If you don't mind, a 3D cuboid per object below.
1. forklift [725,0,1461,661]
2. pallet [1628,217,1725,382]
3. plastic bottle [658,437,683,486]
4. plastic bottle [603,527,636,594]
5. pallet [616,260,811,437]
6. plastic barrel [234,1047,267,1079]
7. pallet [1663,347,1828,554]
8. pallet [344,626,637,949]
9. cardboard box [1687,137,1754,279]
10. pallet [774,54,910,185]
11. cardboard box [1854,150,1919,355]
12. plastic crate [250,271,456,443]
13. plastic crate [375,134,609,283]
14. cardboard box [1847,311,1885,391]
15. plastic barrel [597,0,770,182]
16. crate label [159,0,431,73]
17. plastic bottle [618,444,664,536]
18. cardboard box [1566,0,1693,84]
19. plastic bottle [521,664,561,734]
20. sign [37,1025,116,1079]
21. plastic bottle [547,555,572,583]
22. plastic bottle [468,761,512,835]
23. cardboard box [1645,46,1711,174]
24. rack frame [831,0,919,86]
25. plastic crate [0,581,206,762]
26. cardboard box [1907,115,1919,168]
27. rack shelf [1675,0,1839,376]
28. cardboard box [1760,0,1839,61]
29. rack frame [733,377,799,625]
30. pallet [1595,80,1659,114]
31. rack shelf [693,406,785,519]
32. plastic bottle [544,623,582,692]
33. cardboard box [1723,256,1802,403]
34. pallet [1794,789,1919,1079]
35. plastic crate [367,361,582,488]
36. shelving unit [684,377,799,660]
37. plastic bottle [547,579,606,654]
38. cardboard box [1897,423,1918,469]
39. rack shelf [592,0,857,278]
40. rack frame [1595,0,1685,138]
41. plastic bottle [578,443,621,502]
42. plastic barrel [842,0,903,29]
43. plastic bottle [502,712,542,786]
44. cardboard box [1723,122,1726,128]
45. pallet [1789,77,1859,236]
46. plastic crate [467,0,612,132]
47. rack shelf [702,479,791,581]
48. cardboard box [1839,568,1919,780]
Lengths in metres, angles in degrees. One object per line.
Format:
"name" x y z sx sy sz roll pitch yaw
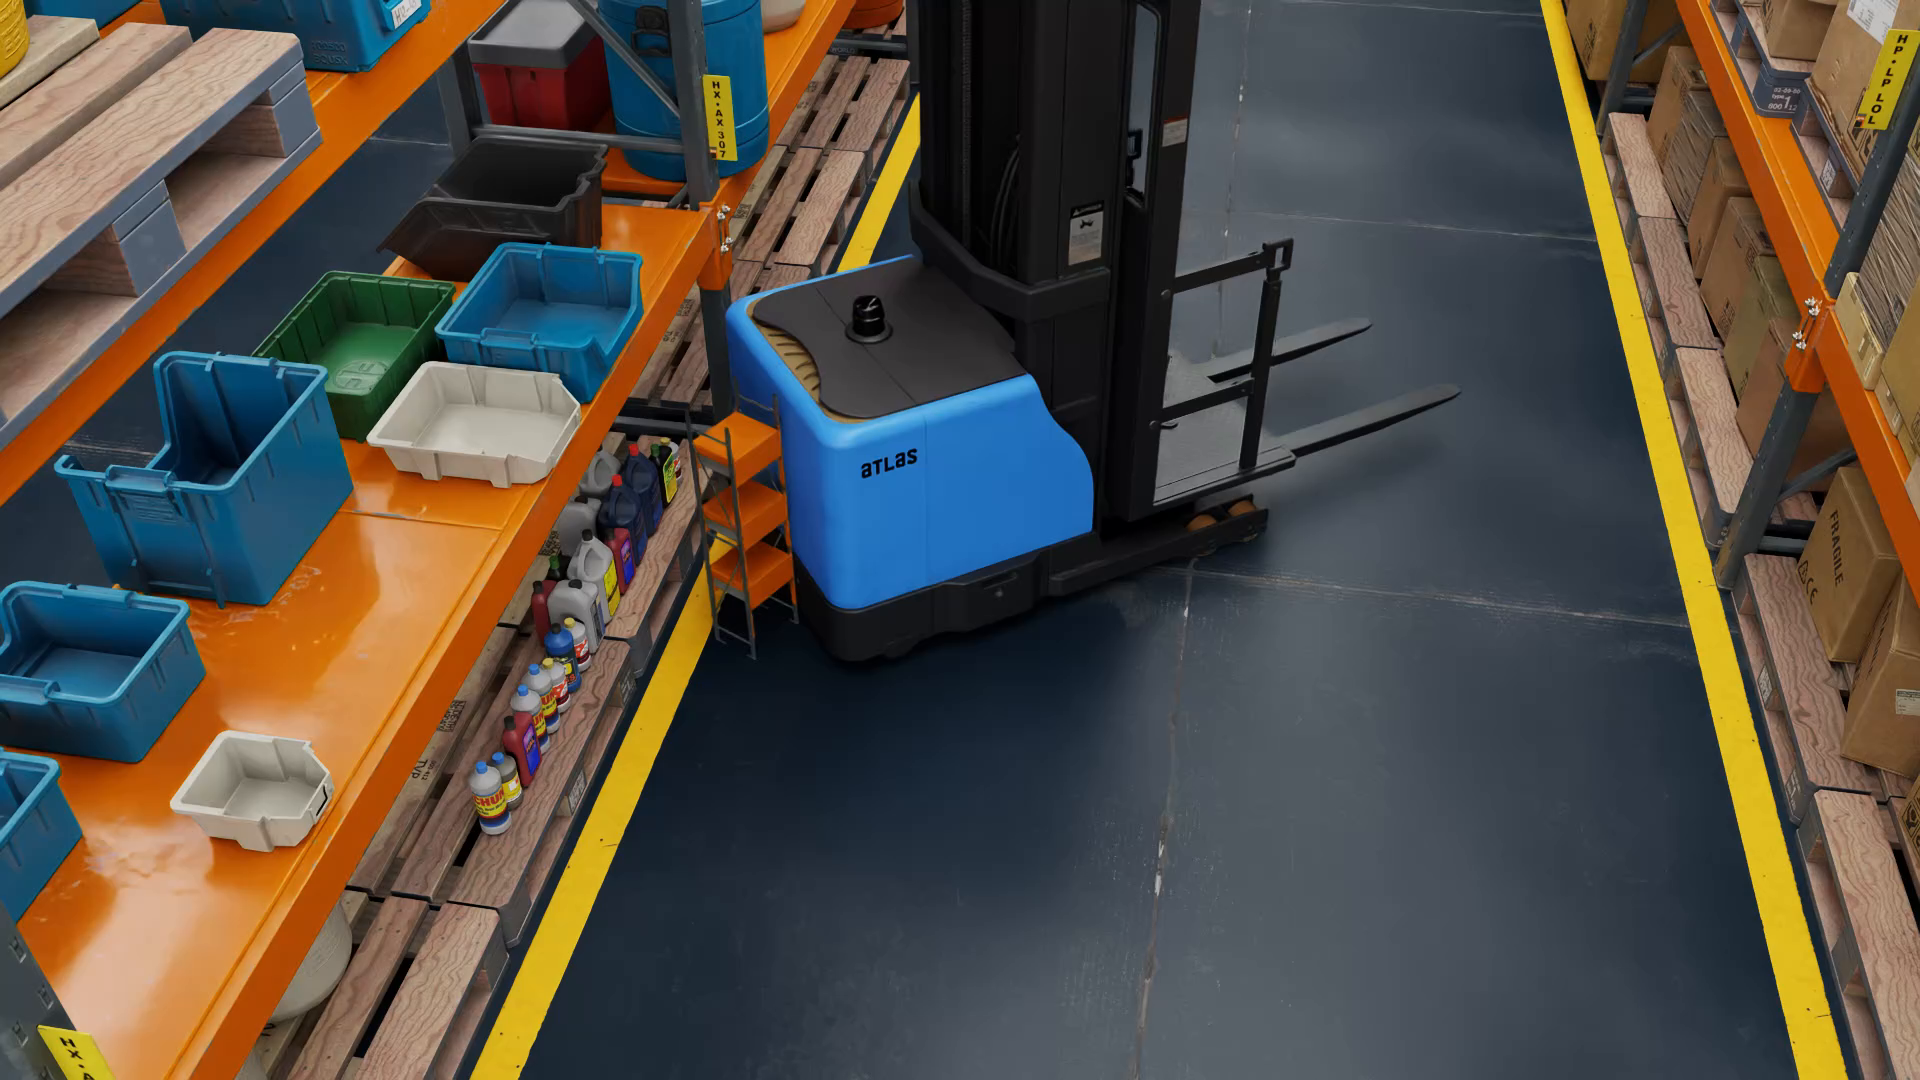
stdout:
"forklift" 0.668 -1.346 6.077 3.031 2.935 1.130 -18 43 -21
"pallet" 3.811 -1.125 7.945 1.003 0.211 1.213 6 40 8
"plastic bottle" -1.165 -0.318 6.631 0.097 0.201 0.097 0 40 0
"plastic bottle" -1.257 0.052 6.120 0.061 0.283 0.133 9 40 11
"pallet" -1.311 -0.911 7.687 1.003 0.211 1.213 6 40 8
"plastic barrel" -2.063 1.397 4.329 0.421 0.512 0.421 0 40 0
"pallet" 3.602 -0.357 7.016 1.003 0.211 1.213 6 40 8
"pallet" -1.775 0.770 5.652 1.003 0.211 1.213 6 40 8
"cardboard box" 3.890 -1.531 7.864 0.700 0.500 0.500 10 41 11
"pallet" -0.889 -2.443 9.539 1.003 0.211 1.213 6 40 8
"cardboard box" 3.330 -0.820 5.076 0.875 0.500 0.500 6 40 8
"plastic crate" -1.922 -0.587 5.272 0.450 0.188 0.662 6 40 8
"plastic crate" -1.625 -1.151 5.836 0.767 0.338 0.504 6 40 8
"cardboard box" 3.080 -0.589 5.305 0.380 0.149 0.250 6 40 8
"plastic barrel" -1.044 -1.891 6.290 0.600 0.901 0.708 6 40 8
"crate label" -1.452 -1.216 3.629 0.502 0.251 0.408 6 40 8
"plastic bottle" -1.237 -0.202 6.373 0.144 0.351 0.185 5 40 6
"cardboard box" 4.301 -3.227 9.637 1.225 0.875 0.875 5 40 6
"plastic bottle" -1.404 0.522 5.561 0.097 0.271 0.097 0 40 0
"sign" -1.560 0.978 2.996 0.100 0.325 0.005 6 40 8
"plastic bottle" -1.431 0.152 5.998 0.061 0.283 0.133 6 40 8
"plastic bottle" -1.481 0.800 5.224 0.097 0.271 0.097 0 40 0
"cardboard box" 4.065 -2.237 8.718 0.700 0.500 0.500 4 40 5
"rack frame" -0.717 -3.999 9.233 1.000 3.000 0.127 6 40 8
"plastic crate" -2.191 0.325 4.120 0.499 0.251 0.408 6 40 8
"cardboard box" 3.141 -1.227 4.783 0.500 0.500 0.500 6 40 8
"rack shelf" 3.815 -1.921 7.284 1.077 0.370 4.000 6 40 8
"cardboard box" 3.678 -2.243 6.698 0.797 0.503 0.637 10 41 12
"rack frame" -0.703 -0.123 6.072 0.200 1.050 0.008 24 45 28
"pallet" 4.372 -2.865 10.050 1.003 0.211 1.213 6 40 8
"rack shelf" -0.778 -0.273 5.824 0.215 0.259 0.240 24 45 28
"plastic bottle" -1.369 0.395 5.714 0.097 0.271 0.097 0 40 0
"cardboard box" 3.698 -0.829 7.015 0.700 0.500 0.500 6 40 7
"pallet" 3.179 1.325 4.982 1.003 0.211 1.213 6 40 8
"plastic crate" -1.441 -0.340 5.015 0.530 0.136 0.437 6 40 8
"shelving unit" -0.775 -0.060 5.996 0.215 1.050 0.252 24 45 28
"plastic bottle" -1.358 0.252 5.884 0.152 0.276 0.135 7 40 8
"cardboard box" 3.030 -0.271 4.921 0.380 0.149 0.250 6 40 8
"rack shelf" -1.063 -2.467 7.944 1.077 0.370 4.000 6 40 8
"rack frame" 4.161 -3.453 8.573 1.000 3.000 0.127 6 40 8
"plastic bottle" -1.379 -0.218 6.393 0.144 0.351 0.185 6 40 8
"plastic barrel" -0.649 -3.634 10.165 0.600 0.830 0.708 6 40 8
"plastic bottle" -1.423 0.655 5.390 0.061 0.283 0.133 7 40 8
"cardboard box" 3.993 -2.191 8.073 0.500 0.250 0.500 11 41 13
"pallet" 3.745 -1.333 6.158 1.003 0.211 1.213 6 40 8
"plastic crate" -1.627 -1.851 6.585 0.402 0.464 0.583 6 40 8
"rack shelf" -0.775 -0.052 6.002 0.215 0.259 0.240 24 45 28
"cardboard box" 3.269 0.466 5.465 0.500 0.500 0.500 19 43 21
